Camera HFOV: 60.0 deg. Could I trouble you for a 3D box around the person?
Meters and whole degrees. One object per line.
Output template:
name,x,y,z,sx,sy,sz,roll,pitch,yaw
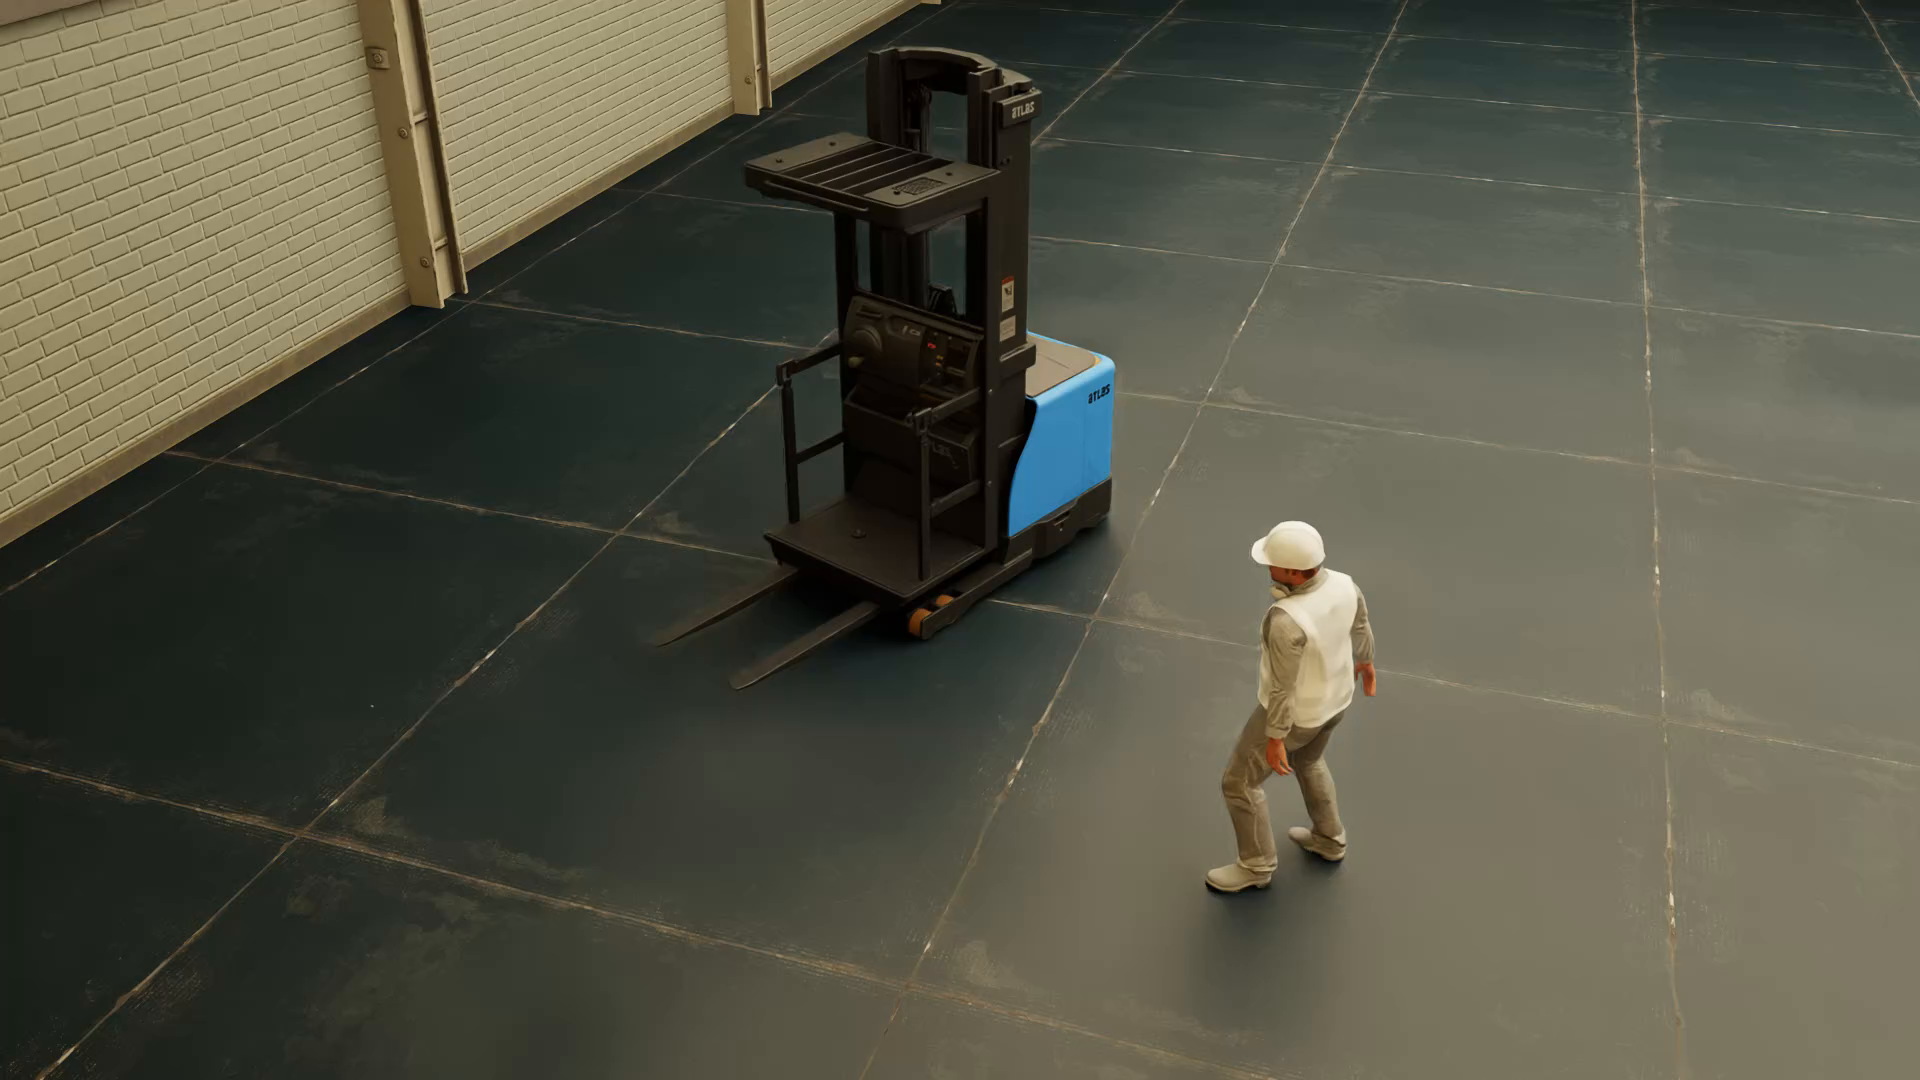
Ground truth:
person,1.468,0.688,7.173,0.867,1.743,0.468,-25,38,-36

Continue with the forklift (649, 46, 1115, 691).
forklift,-0.403,-1.008,8.905,1.130,2.935,3.031,23,37,34
